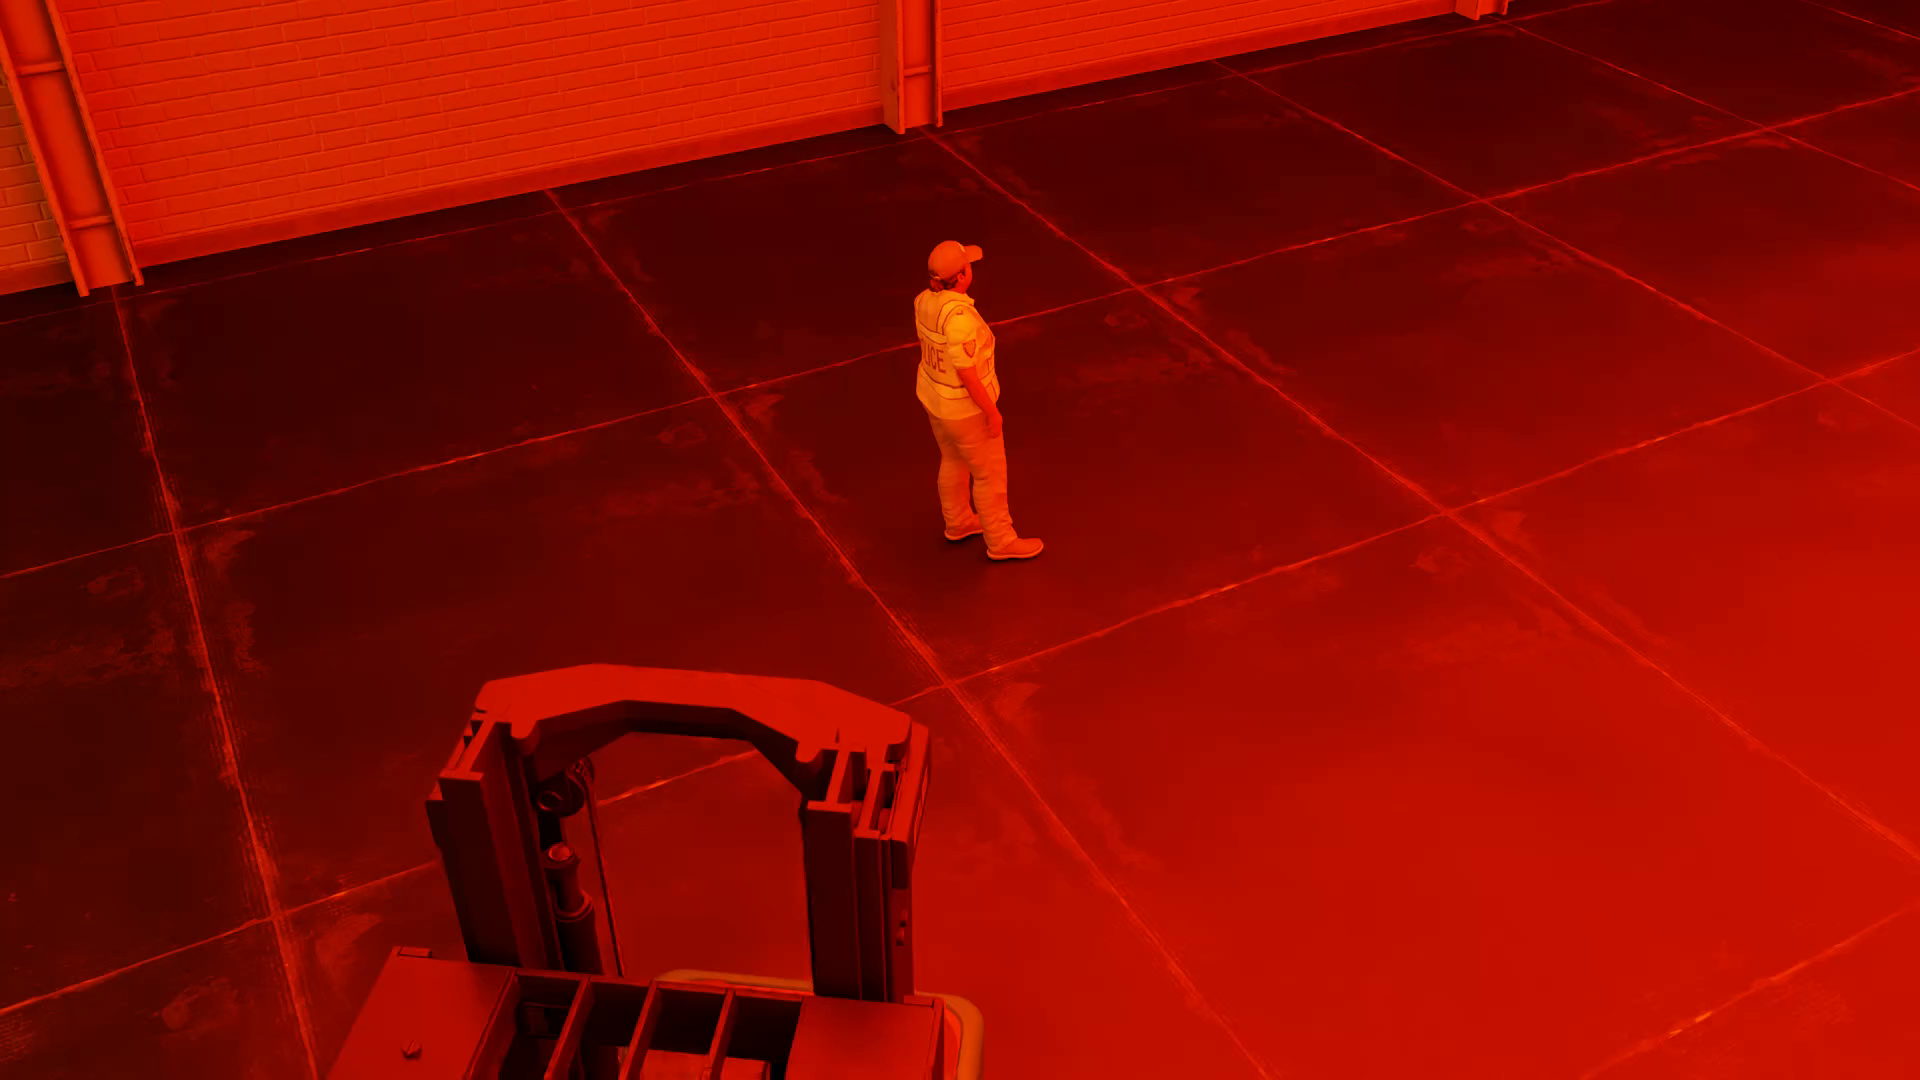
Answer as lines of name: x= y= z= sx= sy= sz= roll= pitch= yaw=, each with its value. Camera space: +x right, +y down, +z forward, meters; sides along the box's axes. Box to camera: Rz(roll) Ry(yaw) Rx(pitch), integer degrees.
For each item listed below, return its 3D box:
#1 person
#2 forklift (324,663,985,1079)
person: x=0.079 y=-0.695 z=8.190 sx=0.529 sy=1.670 sz=0.598 roll=-17 pitch=39 yaw=-23
forklift: x=-0.604 y=1.838 z=3.522 sx=1.130 sy=2.935 sz=3.031 roll=4 pitch=35 yaw=6
